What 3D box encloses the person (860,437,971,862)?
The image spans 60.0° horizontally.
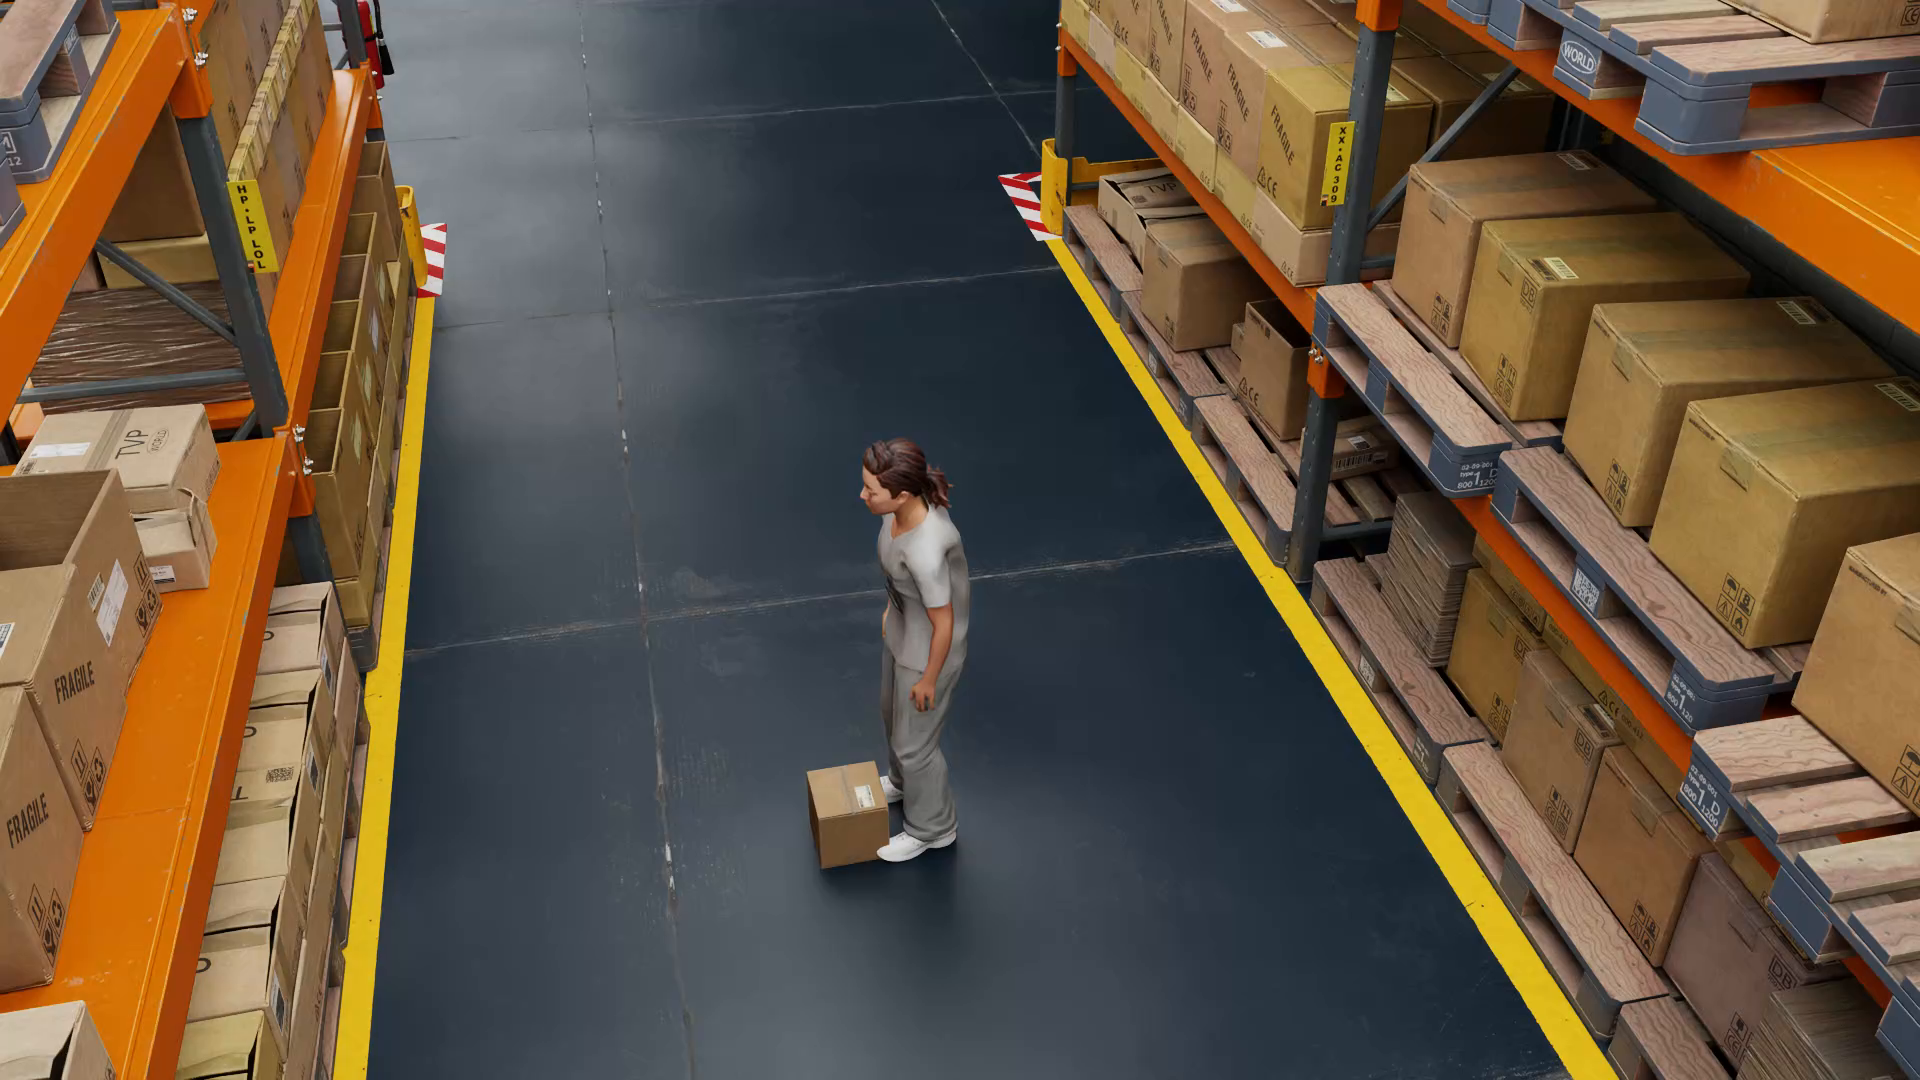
[{"bbox_3d":[-0.159,0.362,5.619,0.361,1.671,0.497,-9,35,-12],"label":"person"}]
